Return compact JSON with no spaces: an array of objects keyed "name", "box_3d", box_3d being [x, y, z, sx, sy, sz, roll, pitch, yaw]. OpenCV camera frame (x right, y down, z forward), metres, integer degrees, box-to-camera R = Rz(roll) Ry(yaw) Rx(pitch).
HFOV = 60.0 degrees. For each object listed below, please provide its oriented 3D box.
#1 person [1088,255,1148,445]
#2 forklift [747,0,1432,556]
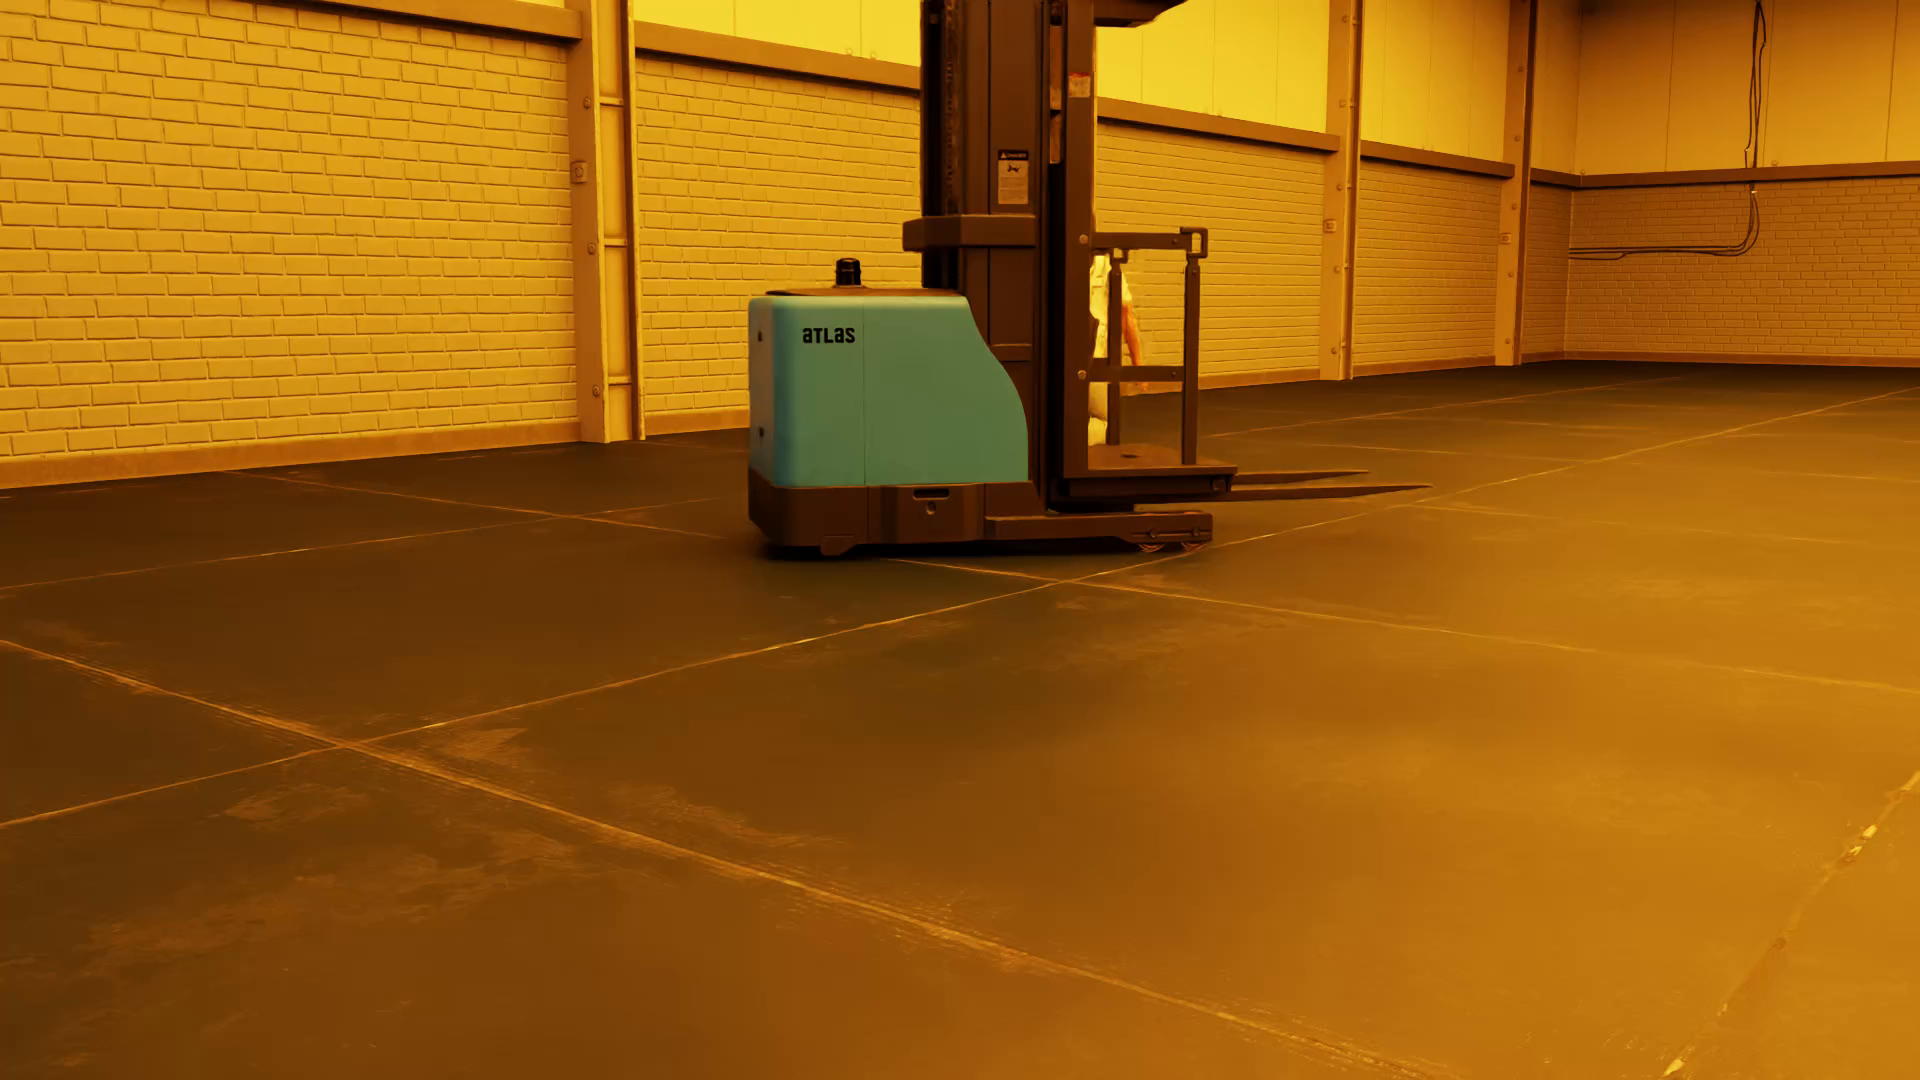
[{"name":"person","box_3d":[0.596,-1.040,9.310,0.832,1.547,0.650,4,9,28]},{"name":"forklift","box_3d":[0.603,-1.475,7.359,3.031,2.935,1.130,-2,9,-14]}]
